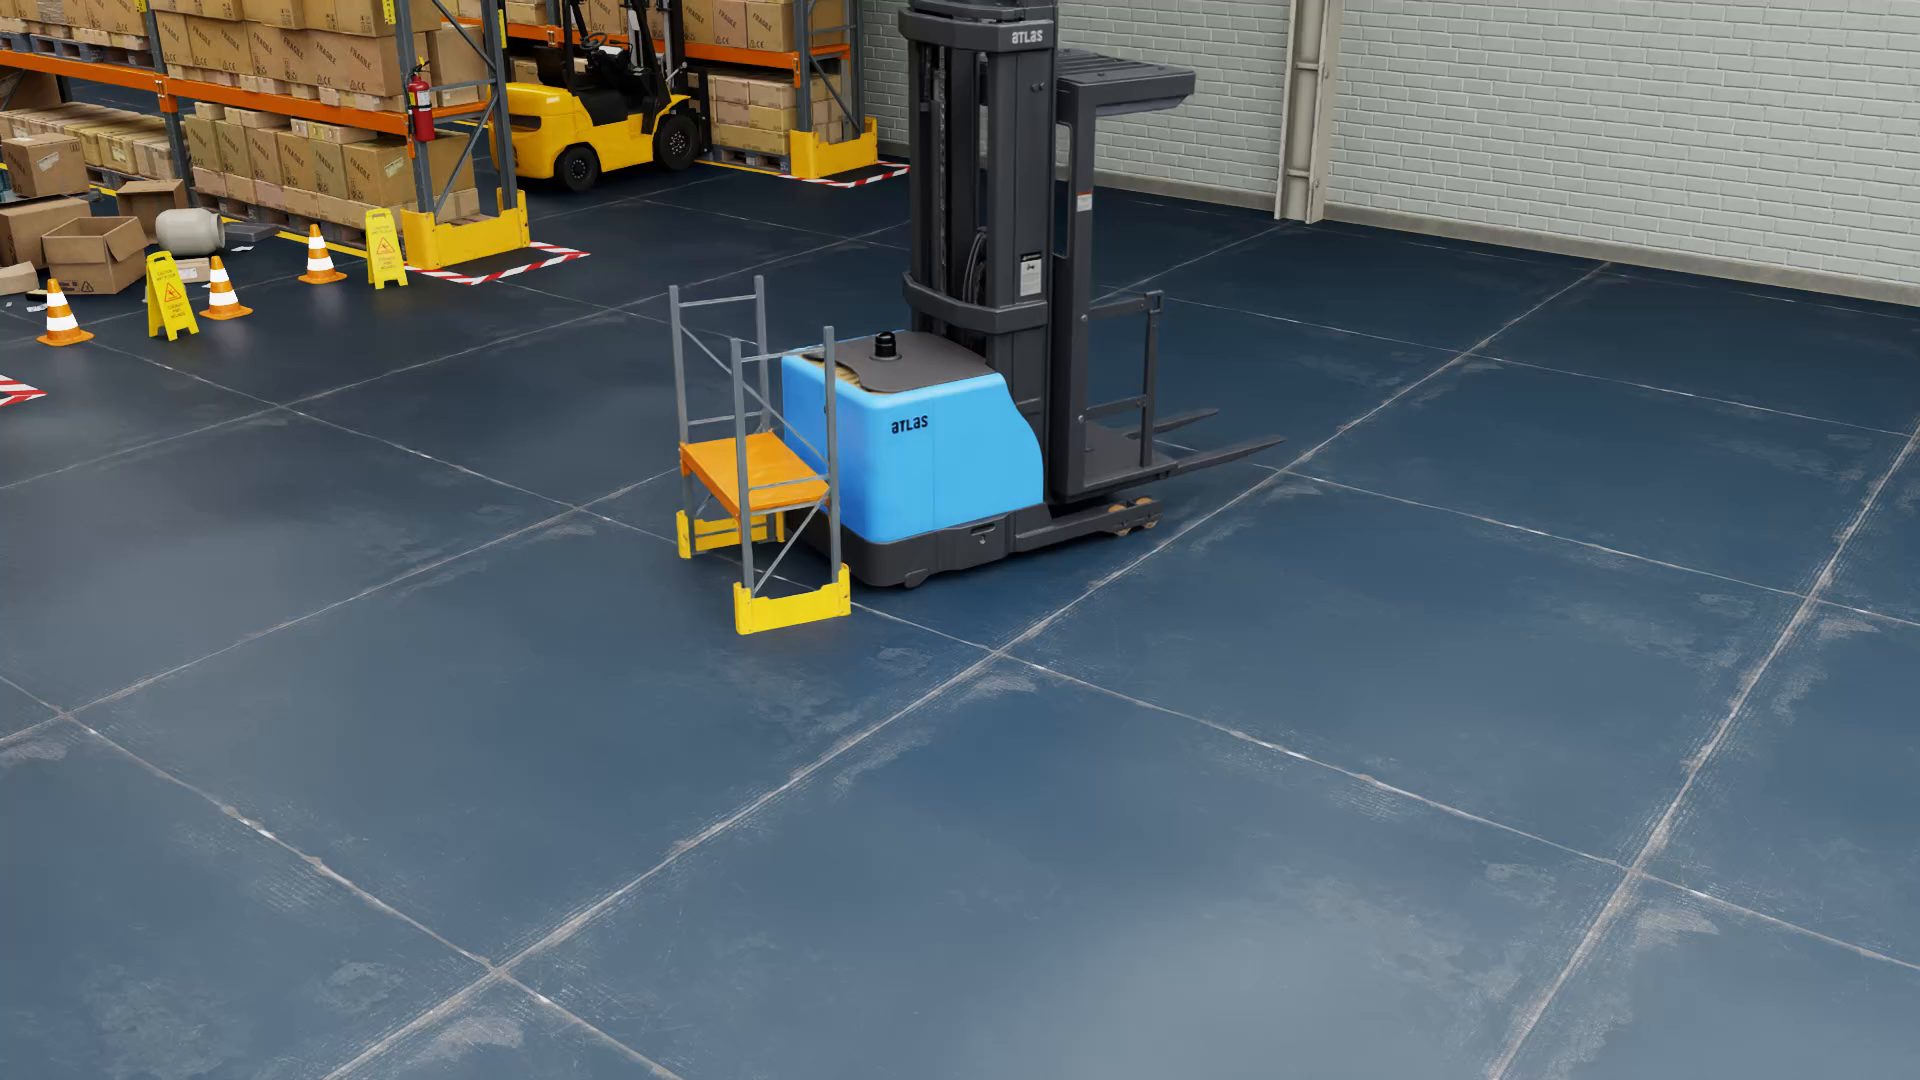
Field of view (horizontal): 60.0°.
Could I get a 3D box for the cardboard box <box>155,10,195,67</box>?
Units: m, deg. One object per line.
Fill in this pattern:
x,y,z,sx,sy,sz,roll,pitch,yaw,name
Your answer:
-7.414,-4.904,16.168,0.500,0.500,0.500,17,29,33,cardboard box

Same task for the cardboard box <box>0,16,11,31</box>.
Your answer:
-10.254,-5.665,18.177,0.250,0.149,0.380,15,28,30,cardboard box

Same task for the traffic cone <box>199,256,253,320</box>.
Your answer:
-5.910,-2.038,13.302,0.334,0.463,0.336,17,29,33,traffic cone

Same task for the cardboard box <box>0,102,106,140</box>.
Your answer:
-10.354,-4.736,19.017,0.625,0.372,0.950,15,28,30,cardboard box

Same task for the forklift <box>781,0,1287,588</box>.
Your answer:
0.543,-1.532,9.091,3.031,2.935,1.130,-15,28,-30,forklift

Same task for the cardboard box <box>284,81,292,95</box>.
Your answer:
-6.038,-4.234,15.451,0.250,0.149,0.380,17,29,33,cardboard box

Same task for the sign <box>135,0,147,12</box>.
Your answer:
-7.929,-5.269,16.052,0.005,0.325,0.100,17,29,33,sign

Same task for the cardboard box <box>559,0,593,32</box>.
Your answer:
-4.427,-6.375,19.876,0.500,0.500,0.500,16,28,32,cardboard box

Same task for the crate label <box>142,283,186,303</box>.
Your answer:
-6.576,-2.059,13.754,0.298,0.136,0.250,3,24,6,crate label

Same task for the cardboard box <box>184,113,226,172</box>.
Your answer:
-7.289,-3.966,16.491,0.500,0.500,0.500,18,30,36,cardboard box

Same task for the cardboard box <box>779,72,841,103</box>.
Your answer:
-1.696,-5.123,18.806,0.500,0.250,0.500,16,29,33,cardboard box

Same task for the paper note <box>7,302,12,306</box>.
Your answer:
-7.788,-1.930,13.618,0.032,0.001,0.123,-10,26,-21,paper note

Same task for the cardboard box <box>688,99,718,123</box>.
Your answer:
-2.822,-4.976,19.093,0.500,0.250,0.500,16,28,32,cardboard box

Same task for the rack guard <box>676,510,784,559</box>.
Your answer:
-1.253,-0.072,9.103,0.587,0.250,0.087,-11,26,-23,rack guard

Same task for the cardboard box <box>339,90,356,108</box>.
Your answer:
-5.288,-3.952,14.812,0.250,0.149,0.380,16,29,32,cardboard box

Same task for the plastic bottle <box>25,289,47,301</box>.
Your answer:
-7.638,-2.030,13.780,0.283,0.061,0.133,7,25,15,plastic bottle

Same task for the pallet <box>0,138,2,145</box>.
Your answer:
-11.386,-4.825,19.939,1.213,0.211,1.003,17,29,33,pallet

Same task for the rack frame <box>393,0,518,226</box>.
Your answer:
-4.399,-3.952,14.498,0.127,3.000,1.000,17,29,33,rack frame

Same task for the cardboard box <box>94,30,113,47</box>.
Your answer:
-8.605,-5.152,17.013,0.250,0.149,0.380,16,29,32,cardboard box

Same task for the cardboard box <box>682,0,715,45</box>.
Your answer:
-2.796,-5.886,18.765,0.500,0.500,0.500,16,29,32,cardboard box

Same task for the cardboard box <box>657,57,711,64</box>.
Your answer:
-3.304,-5.612,19.916,0.500,0.250,0.500,17,29,34,cardboard box

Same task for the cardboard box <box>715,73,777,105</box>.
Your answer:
-2.392,-5.078,18.704,0.500,0.250,0.500,17,29,34,cardboard box

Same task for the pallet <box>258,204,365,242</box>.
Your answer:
-6.060,-3.197,16.244,1.213,0.211,1.003,17,29,33,pallet

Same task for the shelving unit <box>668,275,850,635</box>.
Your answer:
-1.043,-0.462,8.438,0.587,1.500,1.083,-11,26,-23,shelving unit

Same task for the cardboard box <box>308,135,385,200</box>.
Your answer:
-5.616,-3.463,15.350,0.500,0.500,0.500,18,30,35,cardboard box

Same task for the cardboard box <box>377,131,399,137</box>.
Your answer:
-5.319,-3.644,15.758,0.500,0.500,0.500,16,28,31,cardboard box

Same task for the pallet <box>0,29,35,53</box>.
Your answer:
-10.166,-5.660,18.615,1.003,0.211,1.213,17,29,33,pallet

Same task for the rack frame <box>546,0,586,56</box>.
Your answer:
-4.625,-6.521,20.330,0.127,3.000,1.000,17,29,33,rack frame

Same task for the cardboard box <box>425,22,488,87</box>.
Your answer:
-4.611,-4.337,14.881,0.500,0.500,0.500,16,29,33,cardboard box

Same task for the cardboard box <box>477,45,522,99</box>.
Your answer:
-6.269,-6.121,21.845,0.625,0.625,0.875,15,28,31,cardboard box

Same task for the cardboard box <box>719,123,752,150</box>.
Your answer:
-2.382,-4.623,18.911,0.500,0.250,0.500,17,29,33,cardboard box

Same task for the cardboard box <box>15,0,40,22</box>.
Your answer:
-9.729,-5.827,17.740,0.500,0.500,0.500,17,29,34,cardboard box

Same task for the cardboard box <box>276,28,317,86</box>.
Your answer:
-5.794,-4.420,15.070,0.500,0.500,0.500,17,29,33,cardboard box

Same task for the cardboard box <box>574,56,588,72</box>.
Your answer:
-4.427,-5.694,20.103,0.500,0.250,0.500,16,29,33,cardboard box

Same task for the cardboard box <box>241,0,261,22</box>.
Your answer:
-6.124,-5.024,15.200,0.500,0.500,0.700,17,29,33,cardboard box

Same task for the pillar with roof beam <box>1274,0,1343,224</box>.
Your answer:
0.778,-5.919,11.522,0.400,9.000,9.100,17,29,33,pillar with roof beam

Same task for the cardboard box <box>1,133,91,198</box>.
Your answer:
-8.643,-3.540,15.725,0.500,0.500,0.500,17,29,33,cardboard box

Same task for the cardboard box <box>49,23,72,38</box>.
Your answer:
-9.387,-5.418,17.618,0.250,0.149,0.380,18,29,35,cardboard box

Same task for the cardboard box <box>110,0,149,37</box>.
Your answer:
-8.107,-5.331,16.614,0.500,0.500,0.500,16,29,32,cardboard box

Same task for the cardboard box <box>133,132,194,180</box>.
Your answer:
-8.021,-4.035,17.425,0.625,0.372,0.950,17,29,34,cardboard box

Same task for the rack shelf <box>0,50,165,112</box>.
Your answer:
-9.200,-5.073,17.936,4.000,0.370,1.077,17,29,33,rack shelf

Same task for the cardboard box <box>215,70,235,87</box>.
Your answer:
-6.899,-4.454,15.951,0.250,0.149,0.380,18,29,35,cardboard box

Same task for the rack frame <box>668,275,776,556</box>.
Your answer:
-1.254,-0.644,8.852,0.500,1.500,0.032,-11,26,-23,rack frame

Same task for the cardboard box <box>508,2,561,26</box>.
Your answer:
-5.186,-6.490,20.446,0.500,0.250,0.500,18,29,34,cardboard box

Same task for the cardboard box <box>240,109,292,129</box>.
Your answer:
-6.596,-4.026,15.821,0.250,0.149,0.380,19,30,36,cardboard box

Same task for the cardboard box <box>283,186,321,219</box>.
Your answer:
-6.039,-3.247,15.788,0.500,0.250,0.500,16,28,31,cardboard box
